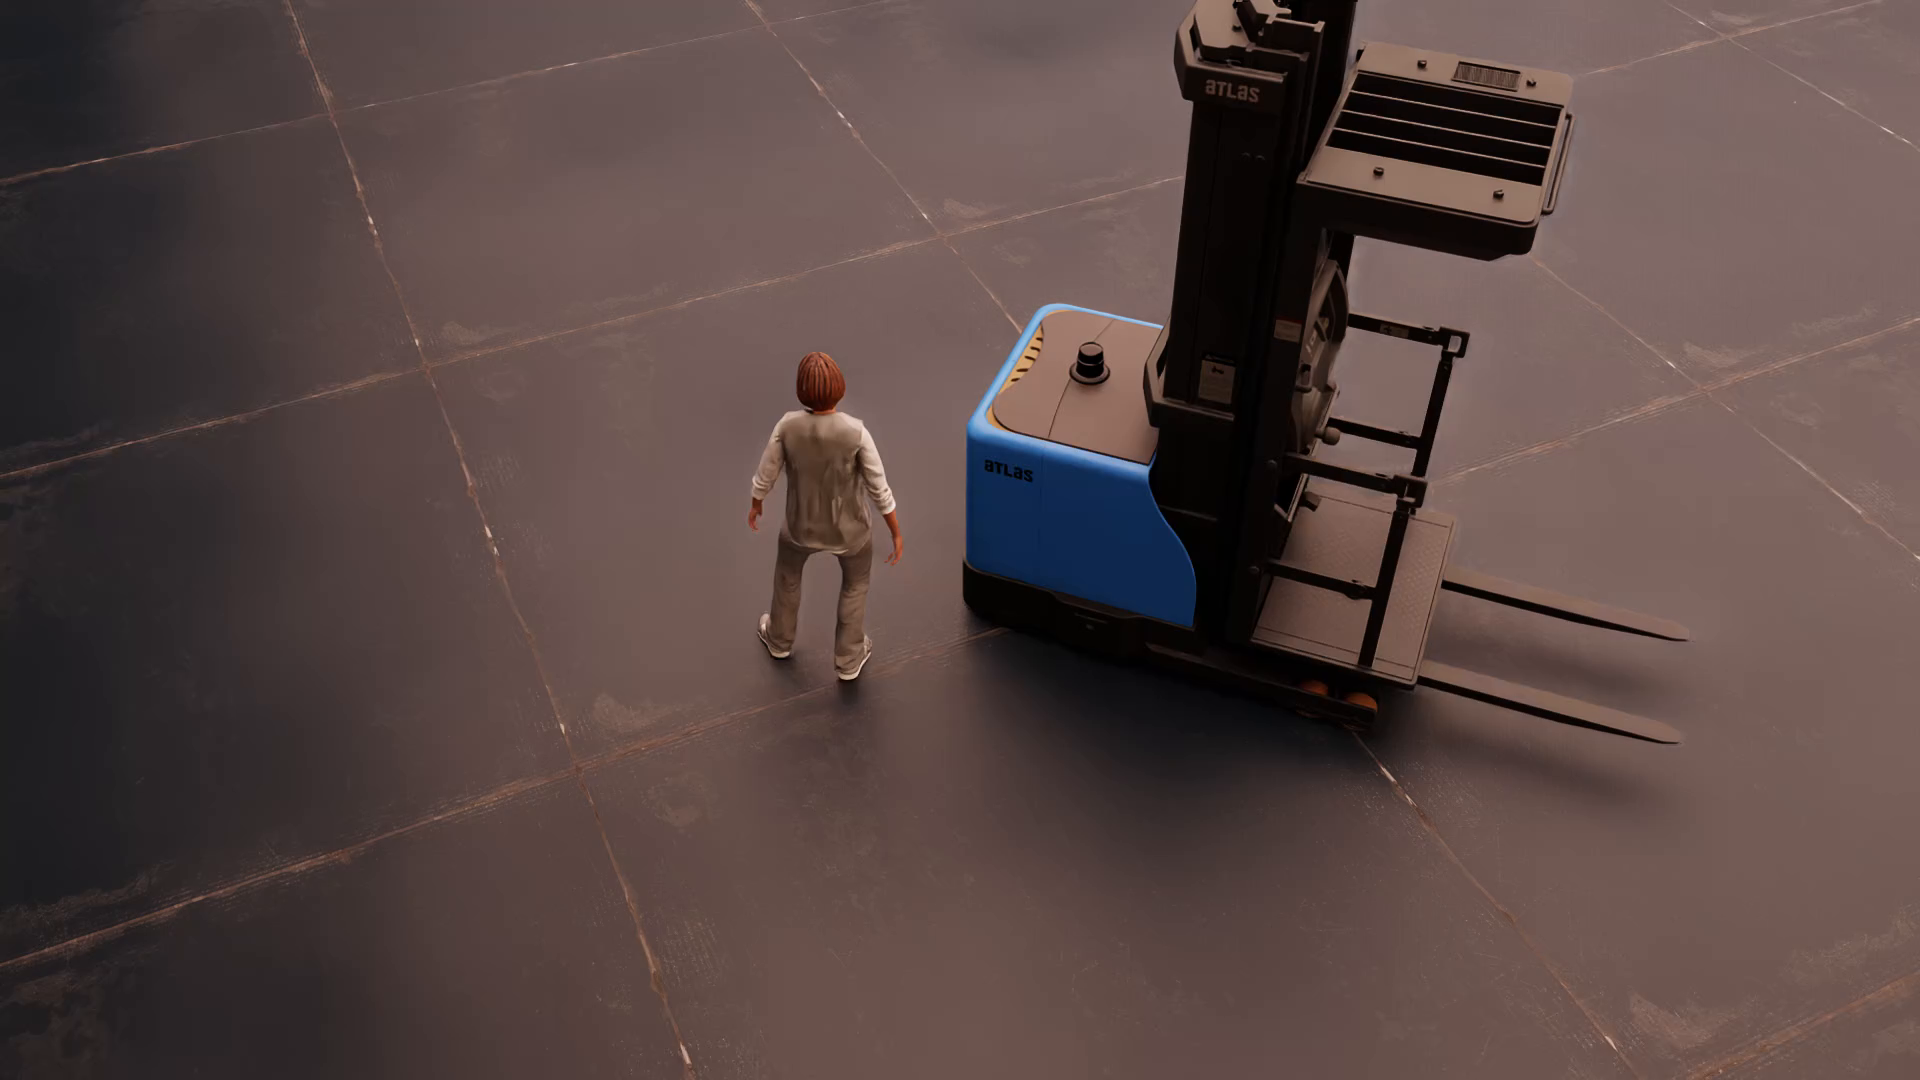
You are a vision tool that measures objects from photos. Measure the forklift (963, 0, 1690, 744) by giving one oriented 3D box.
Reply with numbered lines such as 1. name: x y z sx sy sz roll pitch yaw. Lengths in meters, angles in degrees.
1. forklift: 1.582 -0.687 6.416 3.031 2.935 1.130 15 45 15

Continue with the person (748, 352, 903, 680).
1. person: -0.567 -0.071 6.762 0.700 1.568 0.353 5 43 6
